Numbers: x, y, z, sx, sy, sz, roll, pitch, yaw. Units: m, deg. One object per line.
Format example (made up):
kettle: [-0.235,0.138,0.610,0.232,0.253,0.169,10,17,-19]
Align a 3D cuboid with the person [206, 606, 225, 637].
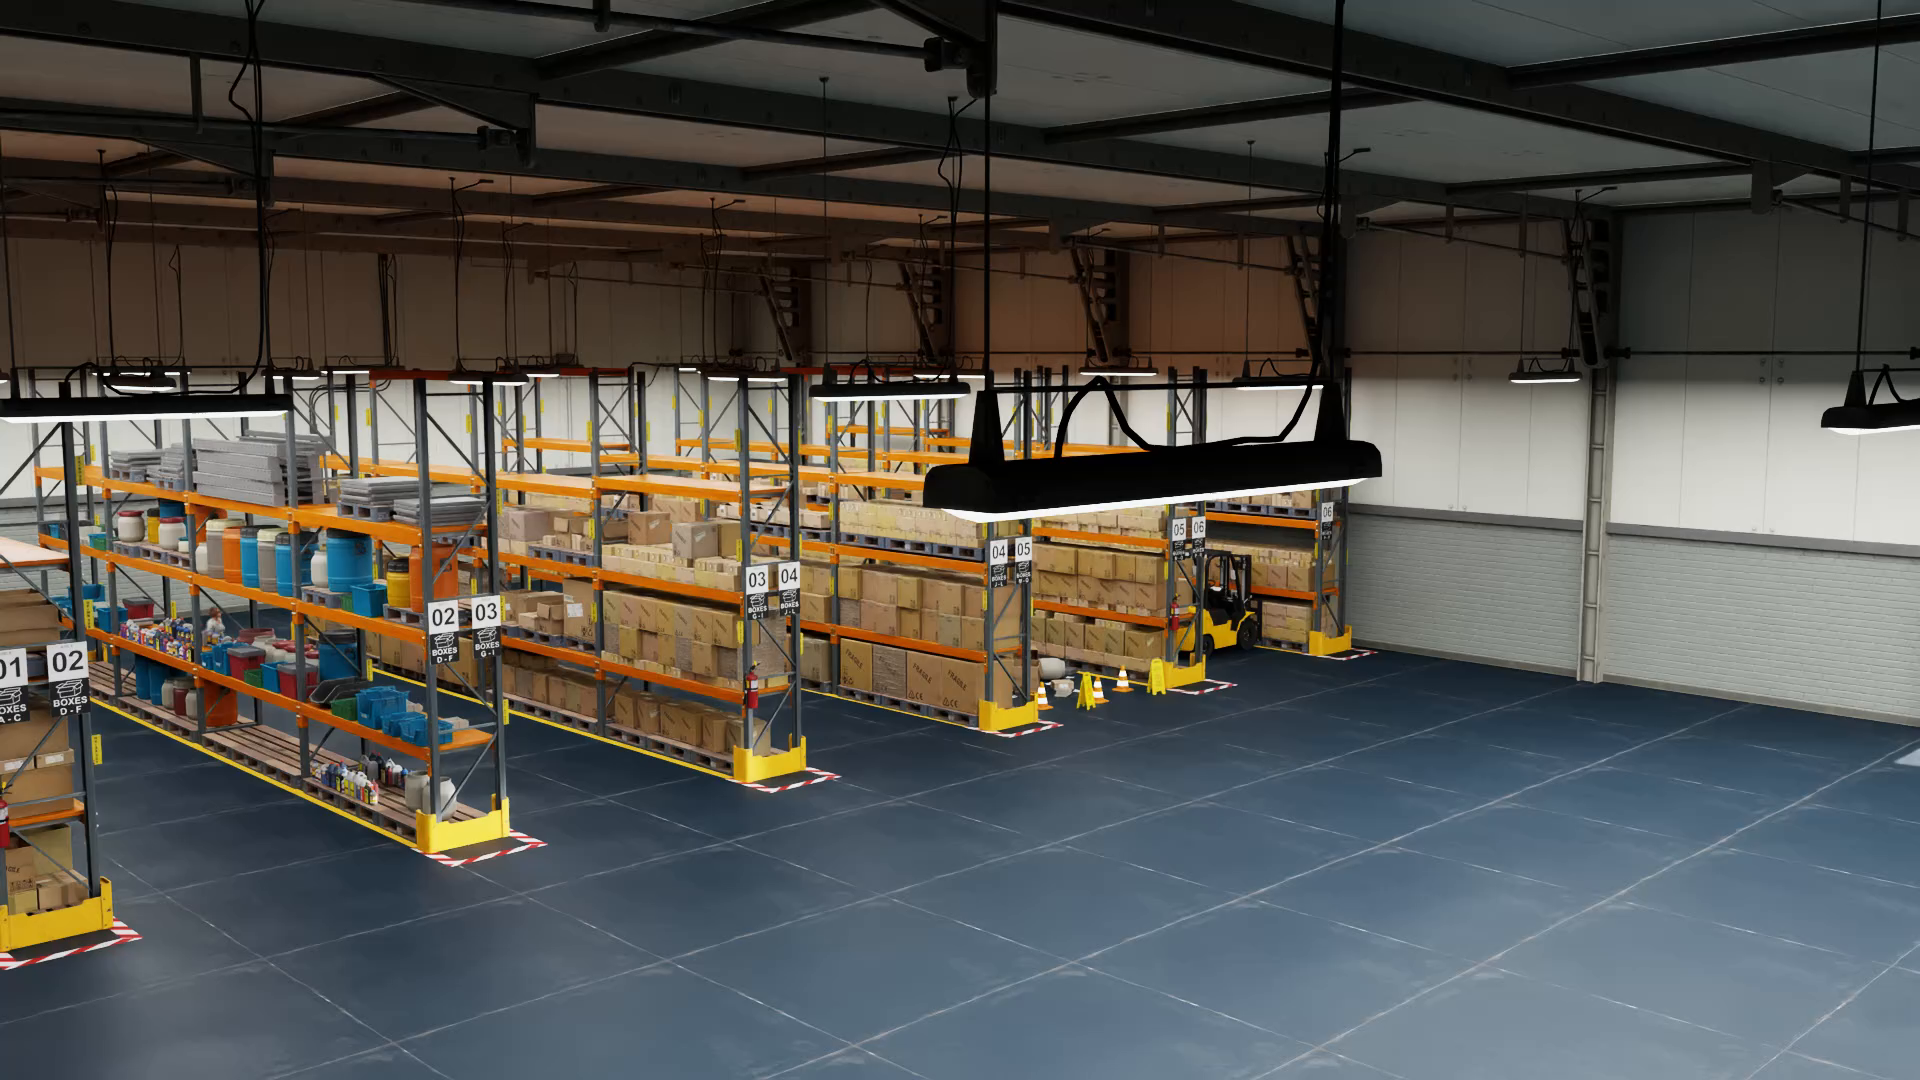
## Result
person: [-14.042,2.006,31.388,0.939,1.546,0.463,1,7,10]
